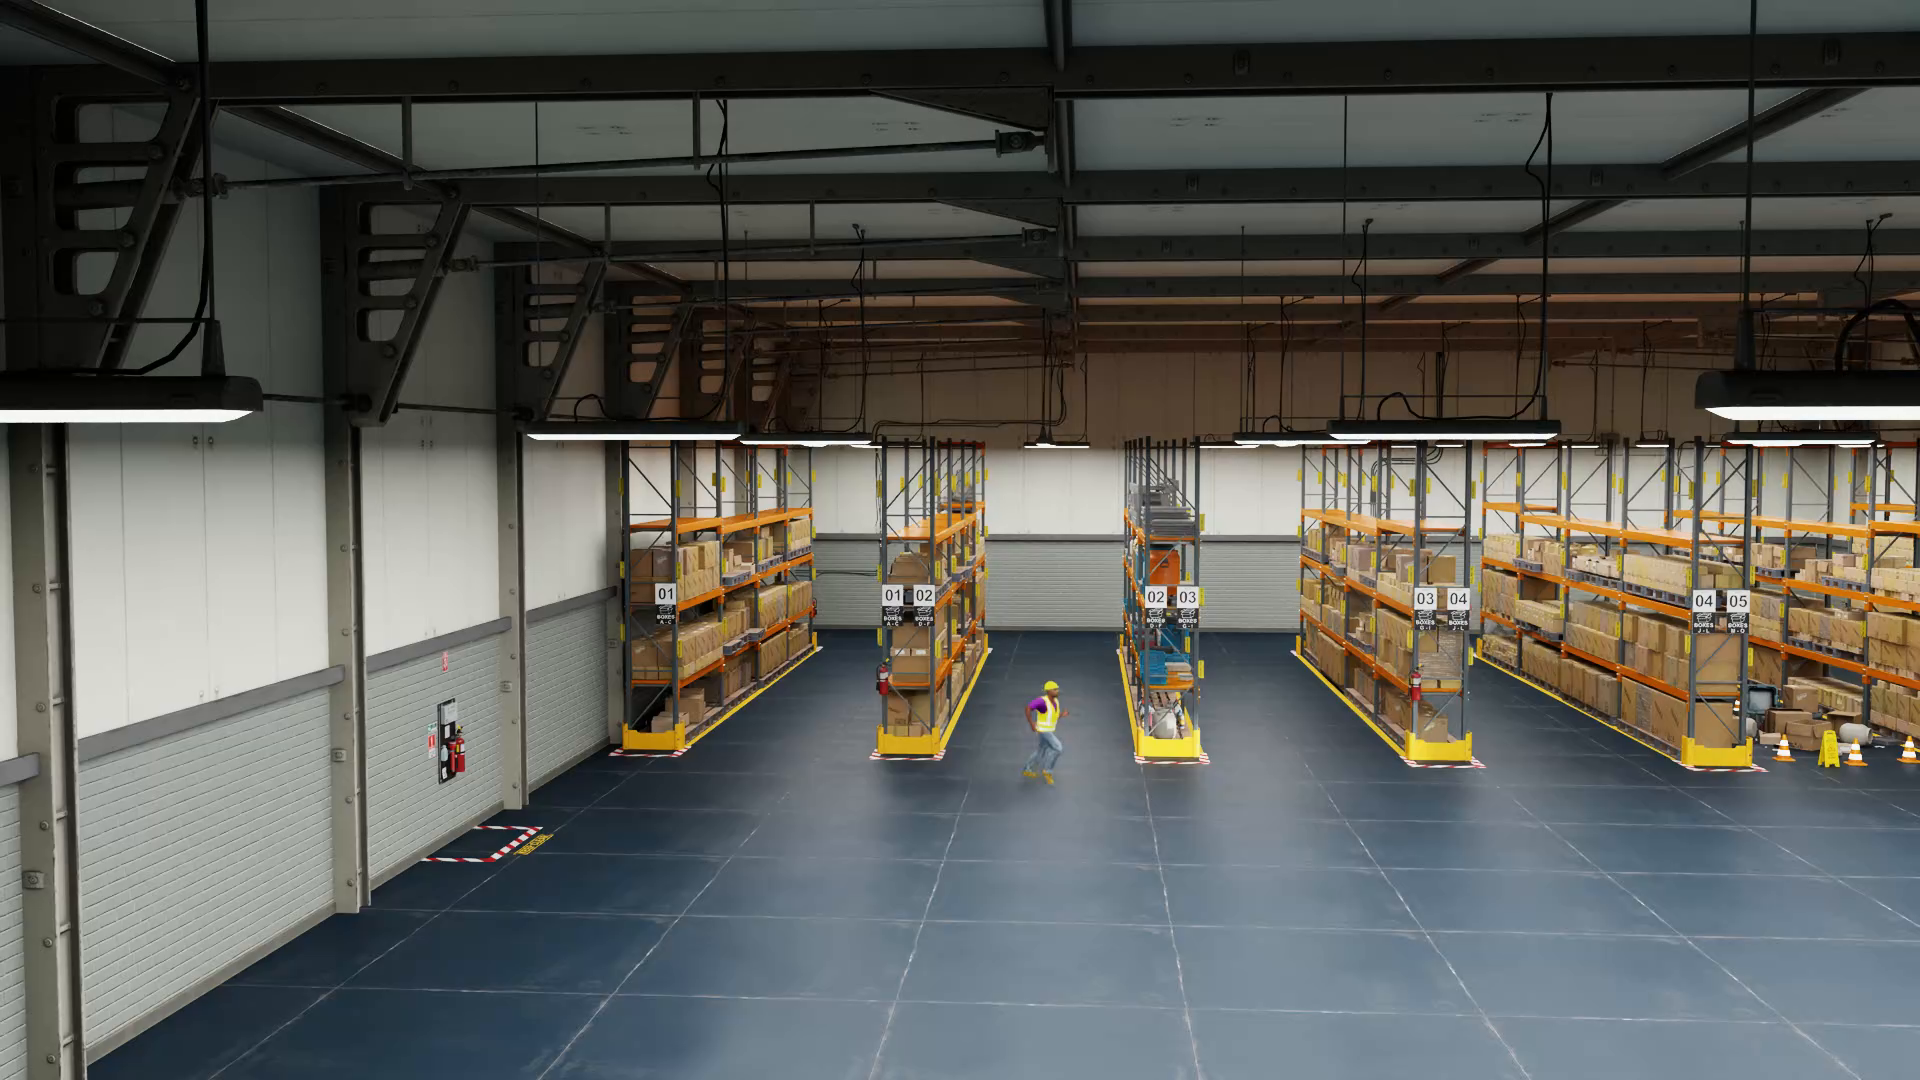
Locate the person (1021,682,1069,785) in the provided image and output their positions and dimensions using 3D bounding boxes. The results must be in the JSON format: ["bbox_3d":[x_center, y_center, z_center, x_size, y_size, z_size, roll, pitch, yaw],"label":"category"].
[{"bbox_3d":[1.461,3.325,28.689,0.849,1.788,0.644,1,3,22],"label":"person"}]

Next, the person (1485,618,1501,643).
[{"bbox_3d":[15.296,2.357,47.526,0.756,1.718,0.600,0,3,0],"label":"person"}]
